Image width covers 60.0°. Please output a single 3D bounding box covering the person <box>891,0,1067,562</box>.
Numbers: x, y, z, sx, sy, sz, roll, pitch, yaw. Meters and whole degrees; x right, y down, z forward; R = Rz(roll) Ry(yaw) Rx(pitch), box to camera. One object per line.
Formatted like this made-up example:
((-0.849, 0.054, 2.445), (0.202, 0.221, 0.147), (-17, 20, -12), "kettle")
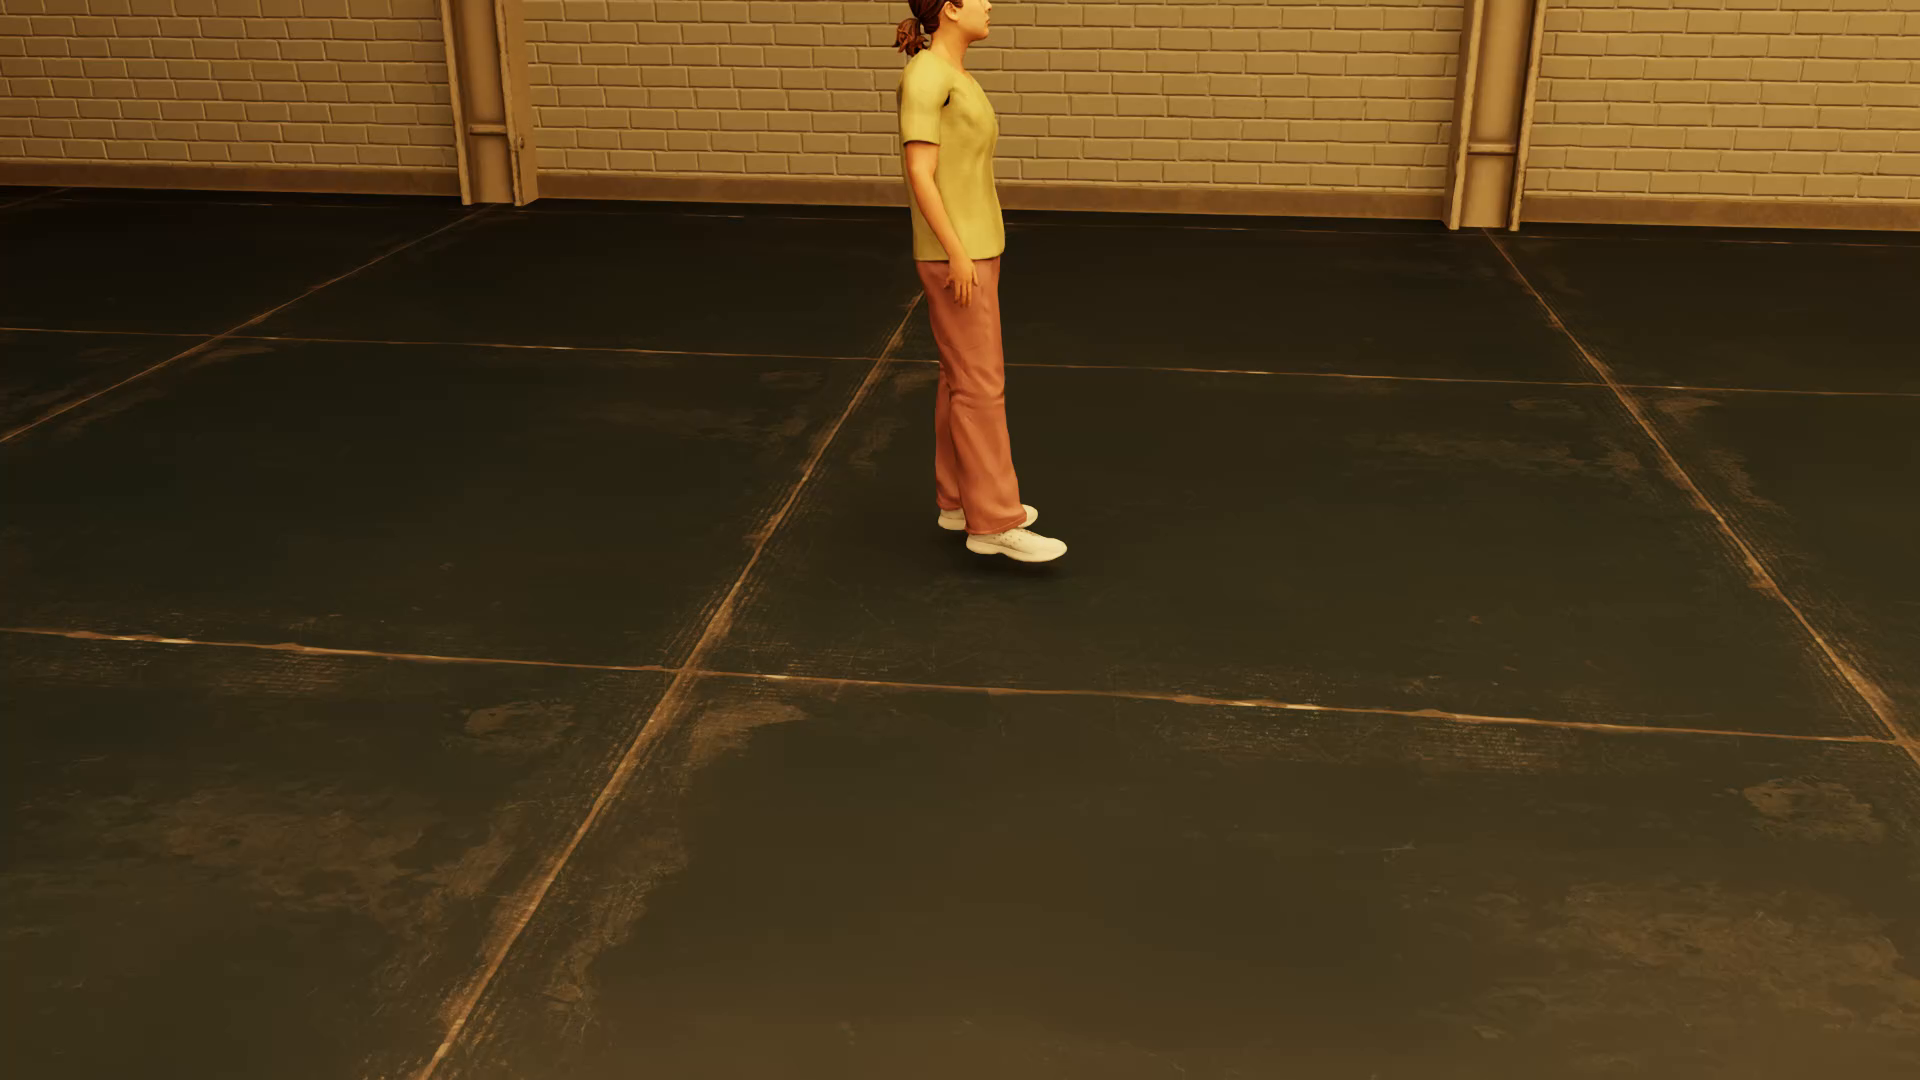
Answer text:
((0.071, -0.809, 4.829), (0.548, 1.665, 0.552), (3, 22, 7), "person")
